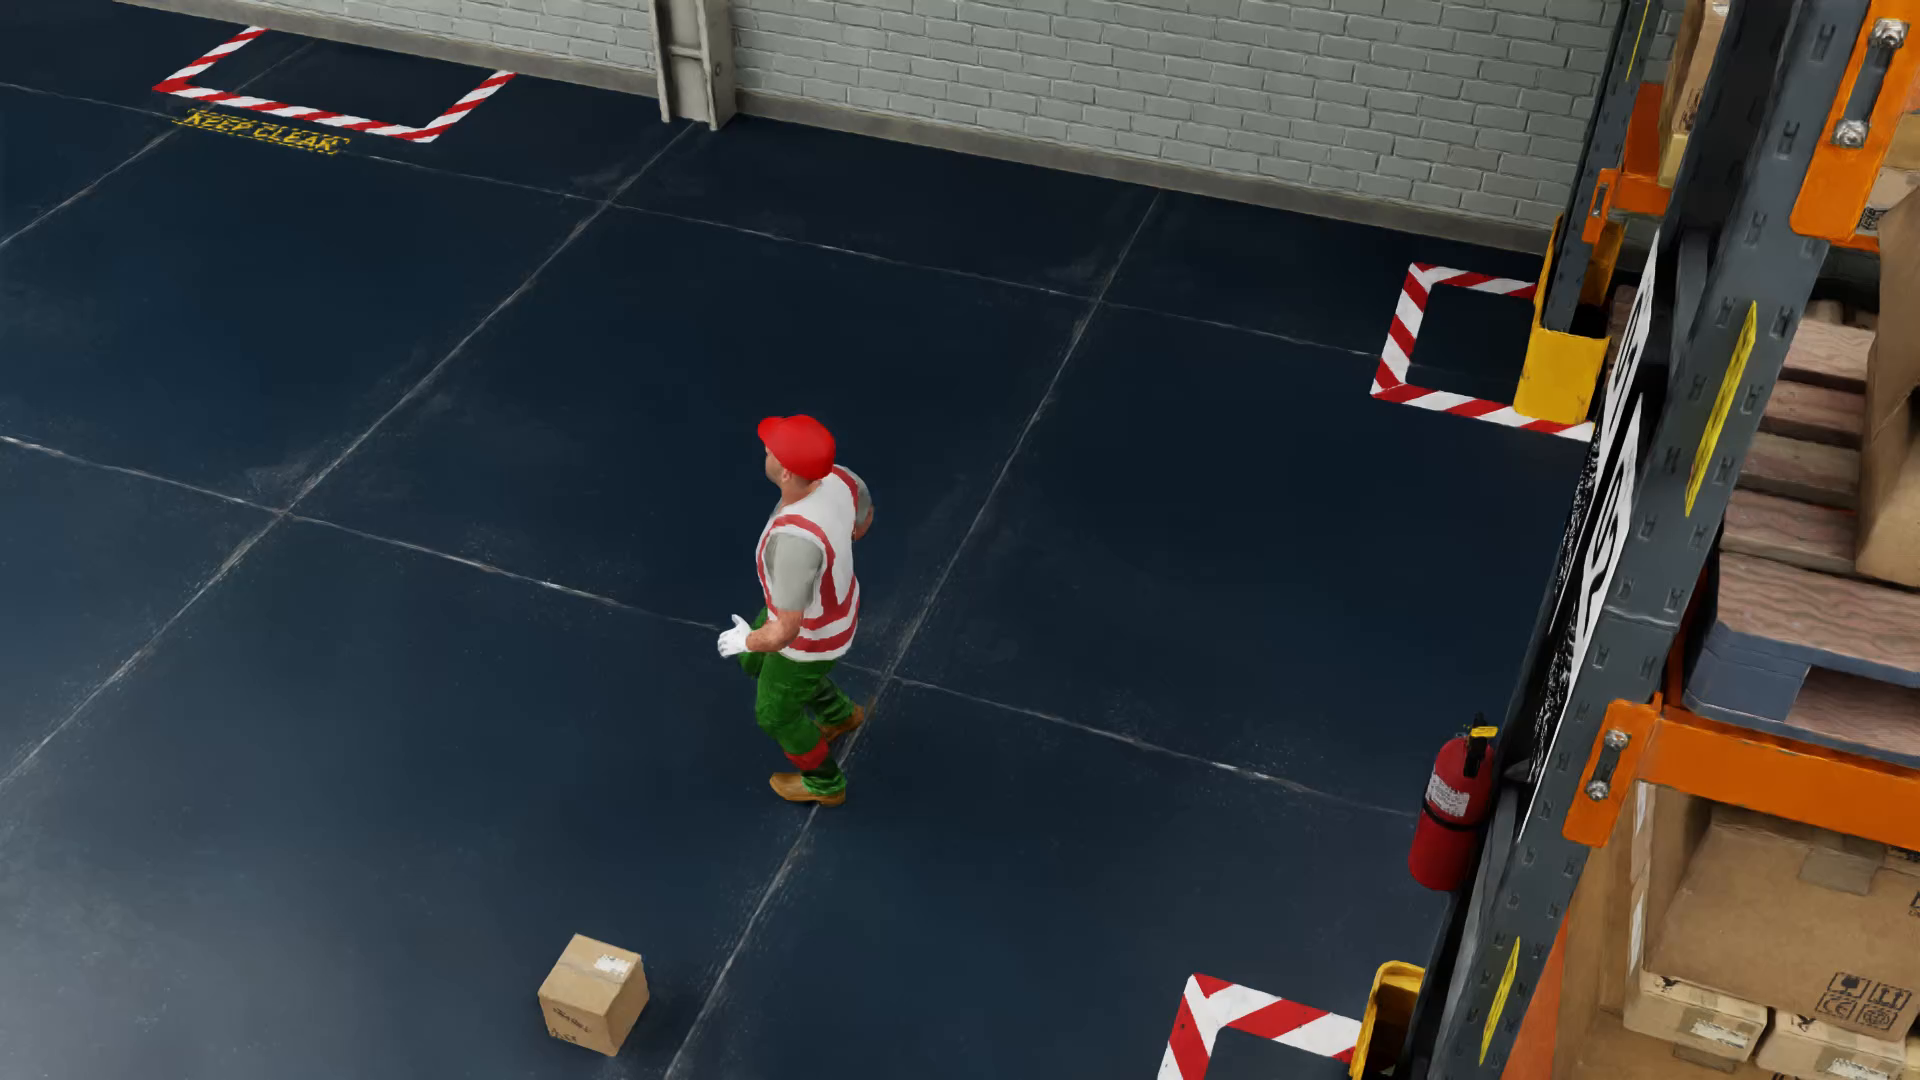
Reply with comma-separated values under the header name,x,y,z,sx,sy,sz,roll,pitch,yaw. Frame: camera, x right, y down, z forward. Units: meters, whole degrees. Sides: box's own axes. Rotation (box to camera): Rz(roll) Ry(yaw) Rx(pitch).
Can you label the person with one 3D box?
name,x,y,z,sx,sy,sz,roll,pitch,yaw
person,-0.584,0.294,5.830,0.513,1.752,0.711,4,41,4
